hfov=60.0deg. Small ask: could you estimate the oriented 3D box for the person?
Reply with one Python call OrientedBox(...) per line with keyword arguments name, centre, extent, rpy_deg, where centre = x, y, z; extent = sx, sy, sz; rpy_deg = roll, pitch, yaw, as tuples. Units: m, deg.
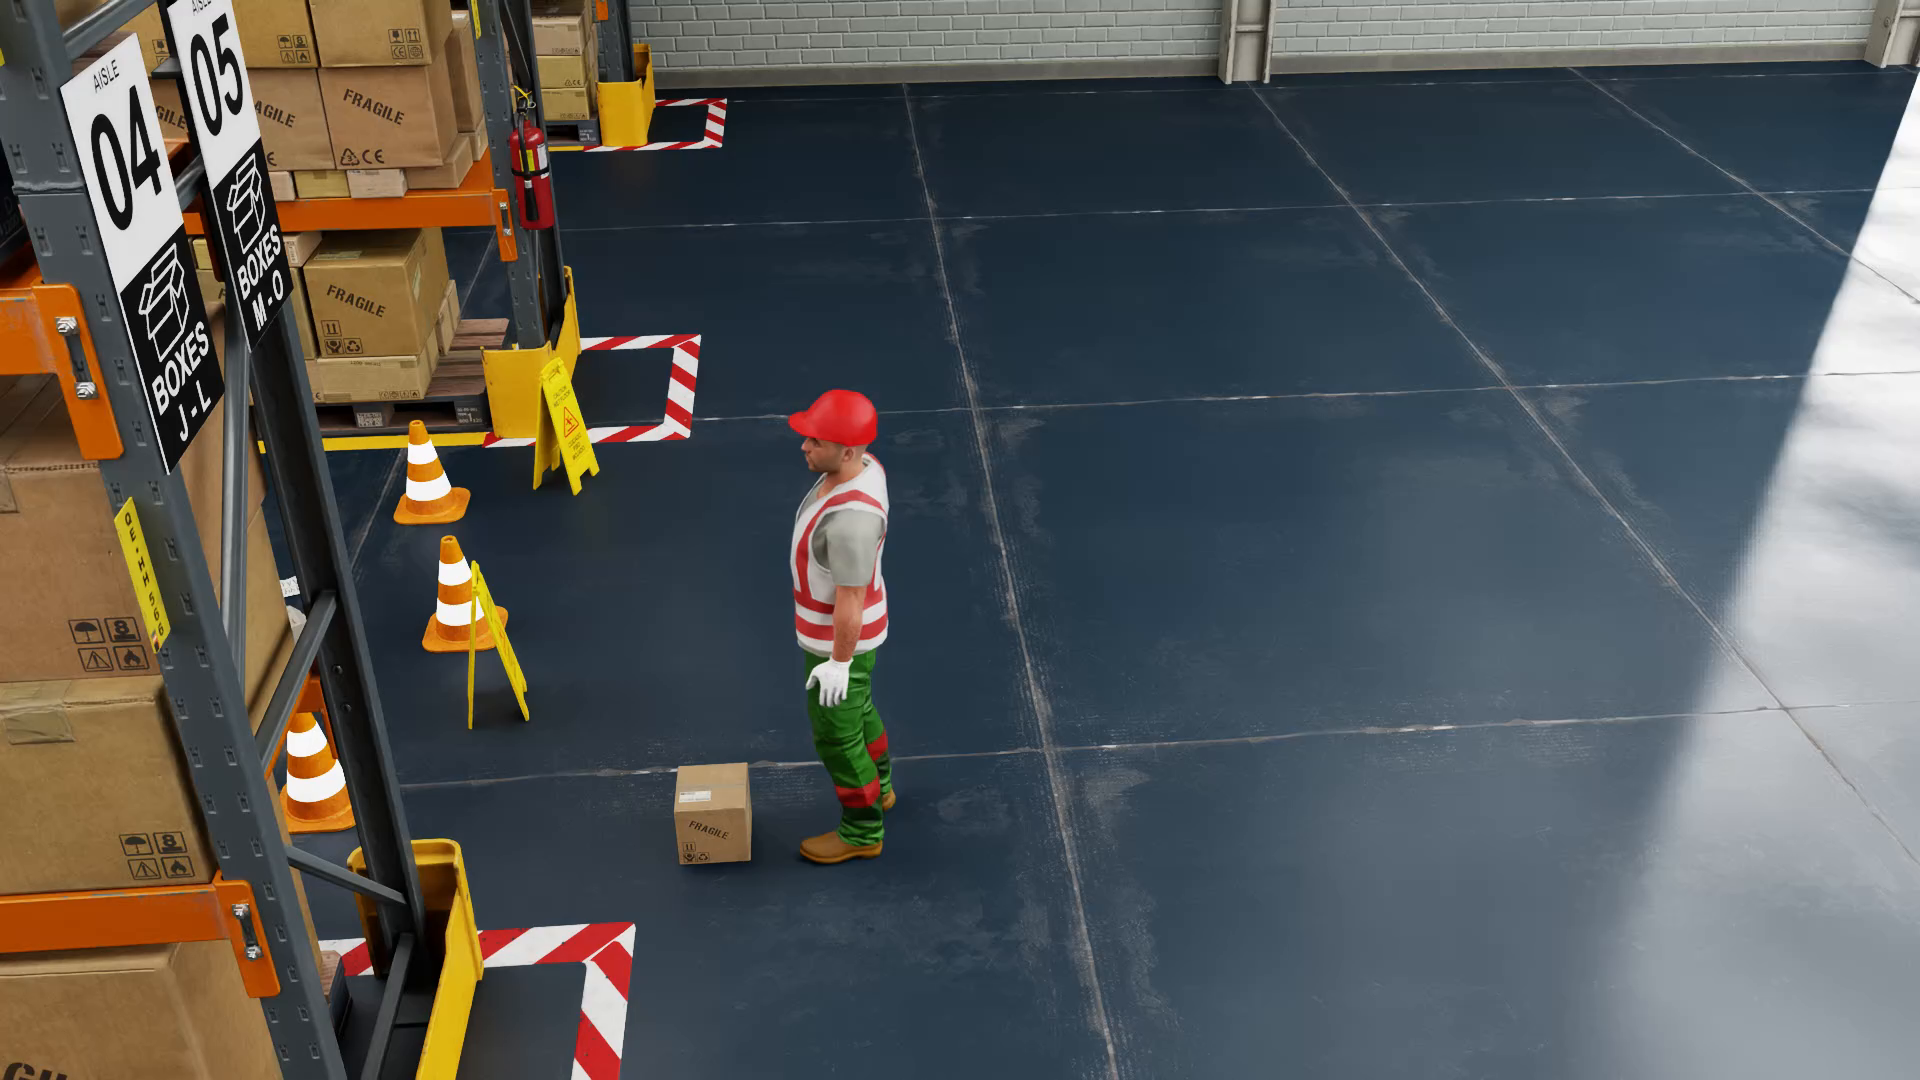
OrientedBox(name="person", centre=(-0.406, 0.331, 5.612), extent=(0.356, 1.842, 0.525), rpy_deg=(-2, 31, -3))
